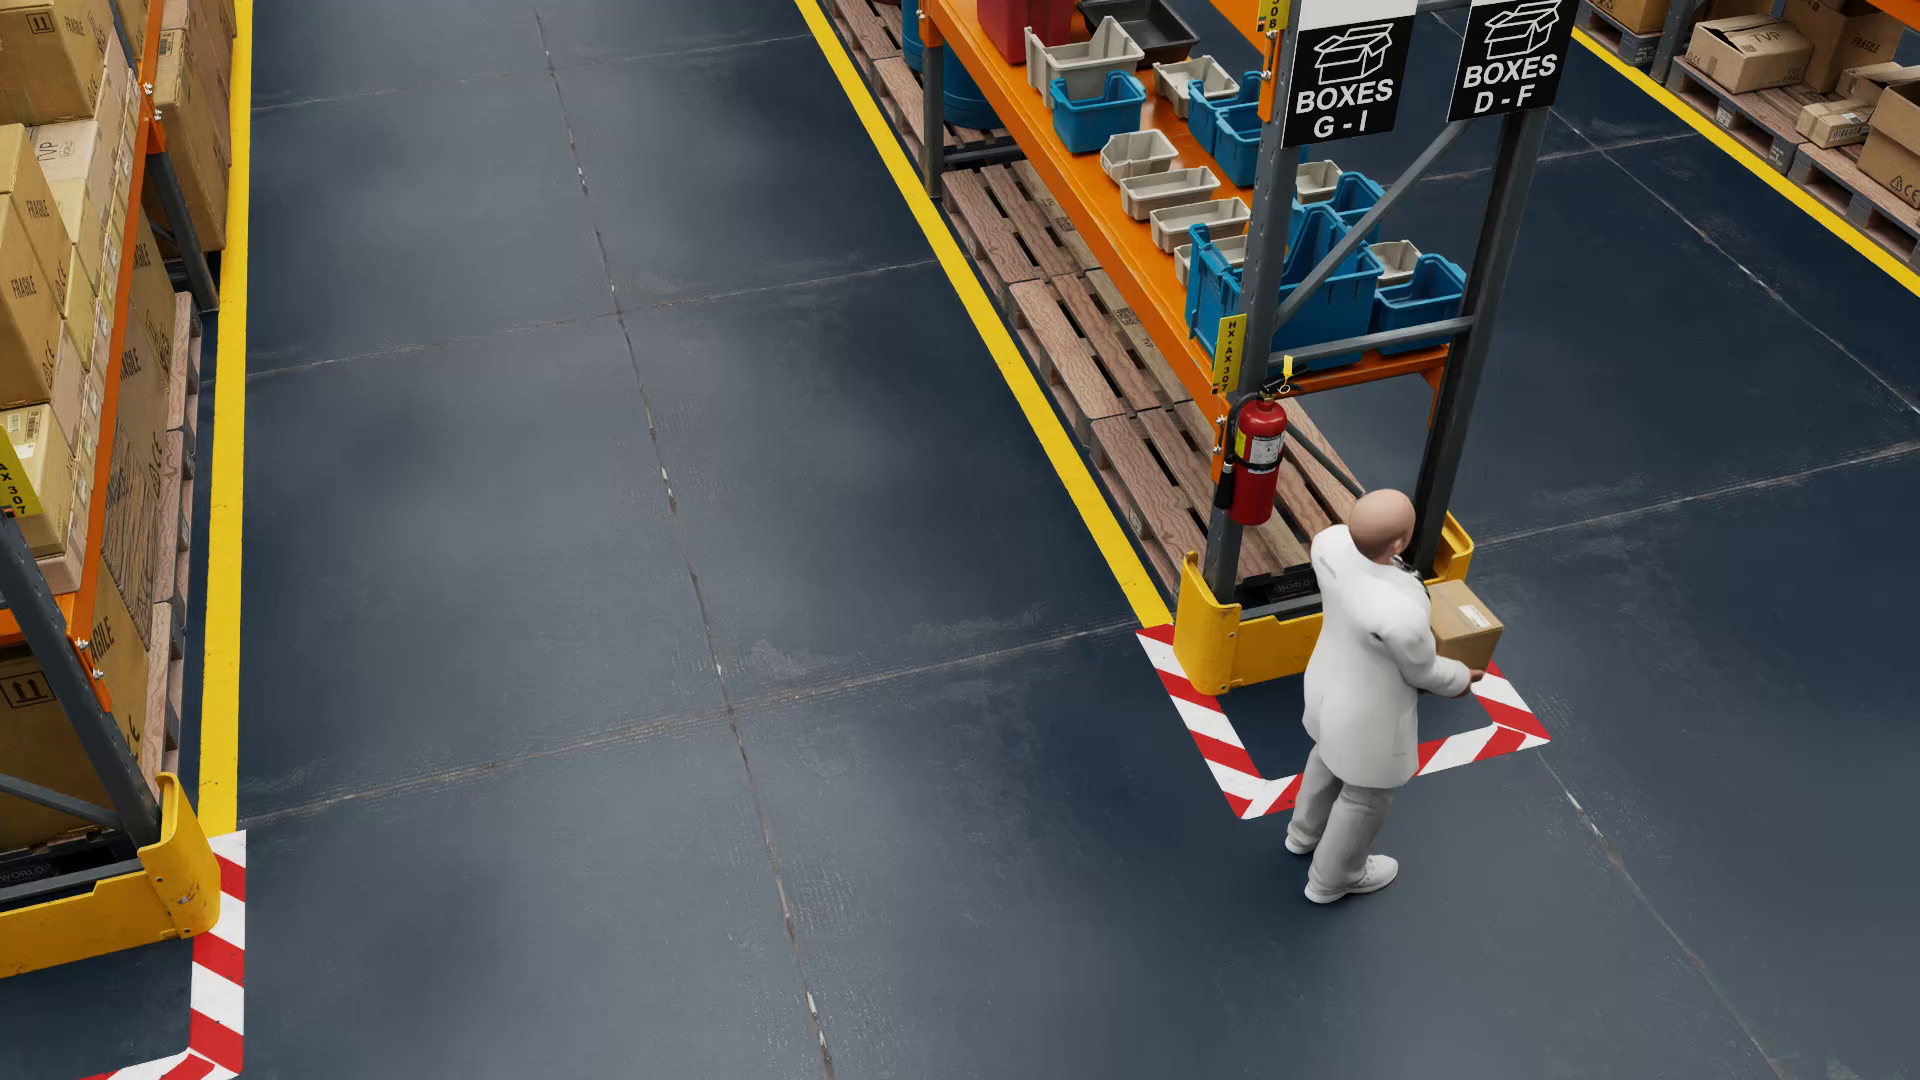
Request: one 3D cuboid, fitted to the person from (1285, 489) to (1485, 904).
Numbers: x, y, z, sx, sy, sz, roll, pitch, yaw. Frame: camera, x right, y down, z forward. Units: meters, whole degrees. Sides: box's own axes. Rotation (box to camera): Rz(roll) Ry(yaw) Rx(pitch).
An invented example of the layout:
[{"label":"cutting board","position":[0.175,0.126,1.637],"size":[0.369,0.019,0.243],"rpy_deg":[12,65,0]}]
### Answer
[{"label":"person","position":[1.438,0.496,5.618],"size":[0.556,1.775,0.528],"rpy_deg":[-15,44,-17]}]
